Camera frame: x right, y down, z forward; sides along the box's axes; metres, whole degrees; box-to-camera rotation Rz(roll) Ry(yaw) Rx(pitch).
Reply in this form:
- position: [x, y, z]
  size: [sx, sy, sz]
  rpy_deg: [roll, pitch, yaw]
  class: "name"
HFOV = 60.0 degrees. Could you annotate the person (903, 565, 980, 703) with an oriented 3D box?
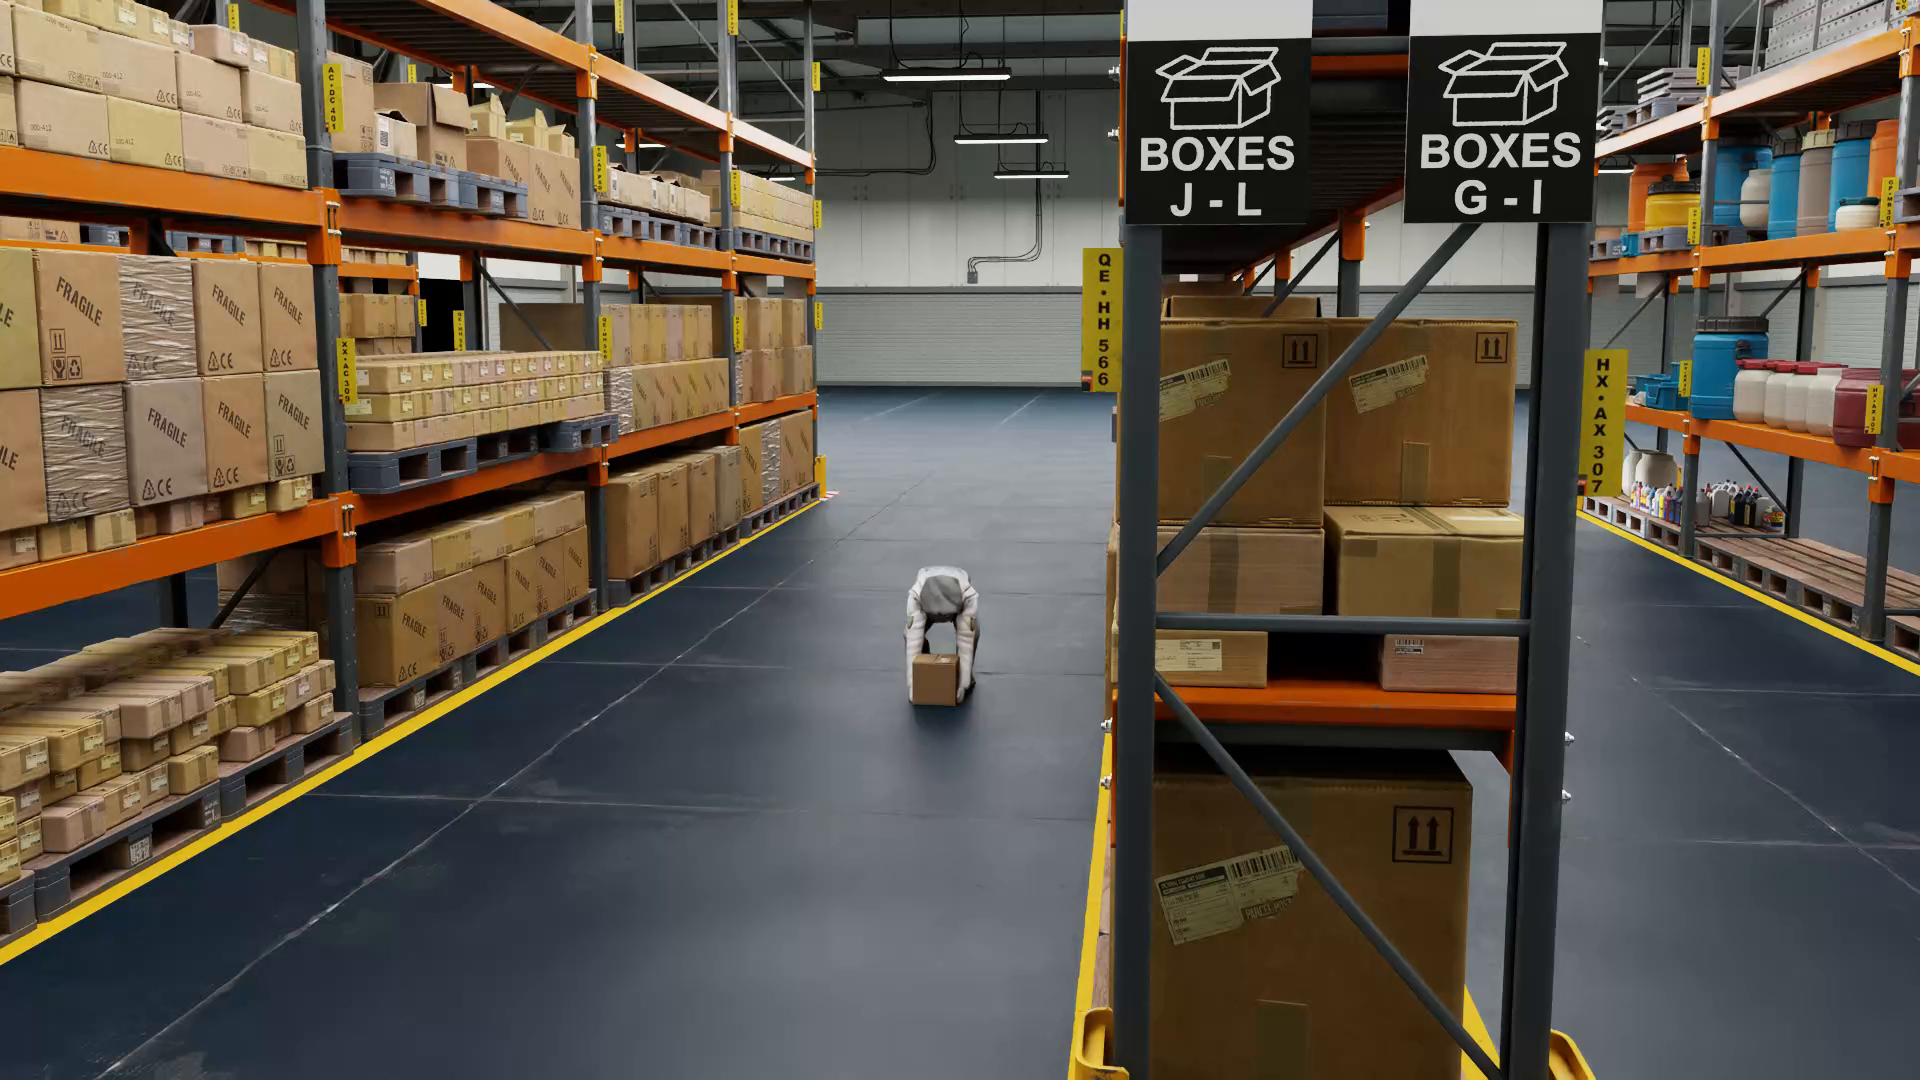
- position: [-0.106, 0.530, 9.869]
  size: [0.456, 0.761, 0.915]
  rpy_deg: [0, 8, 4]
  class: "person"
